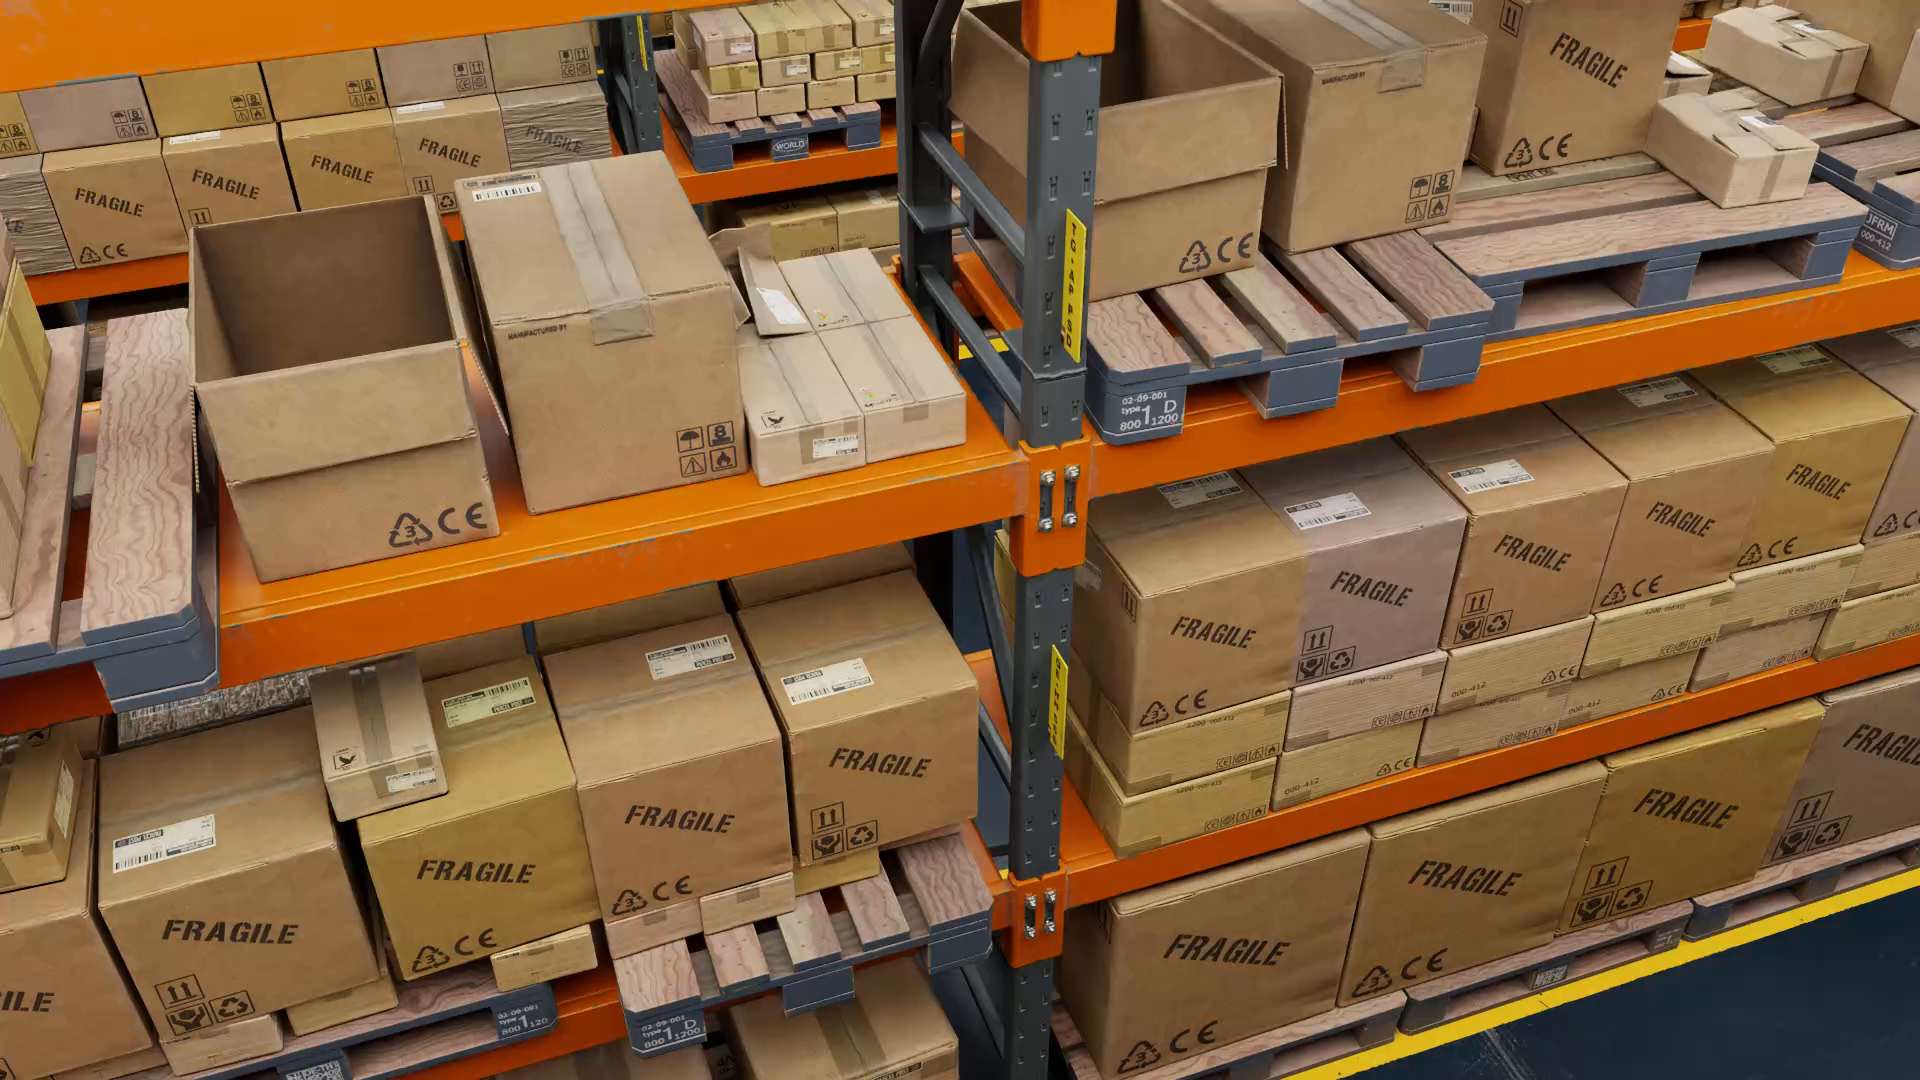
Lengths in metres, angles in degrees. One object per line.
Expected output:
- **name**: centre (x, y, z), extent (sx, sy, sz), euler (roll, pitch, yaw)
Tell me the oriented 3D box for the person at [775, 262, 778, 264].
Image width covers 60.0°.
- **person**: centre (-0.905, -0.406, 7.273), extent (0.587, 1.790, 0.508), euler (21, 42, 25)
